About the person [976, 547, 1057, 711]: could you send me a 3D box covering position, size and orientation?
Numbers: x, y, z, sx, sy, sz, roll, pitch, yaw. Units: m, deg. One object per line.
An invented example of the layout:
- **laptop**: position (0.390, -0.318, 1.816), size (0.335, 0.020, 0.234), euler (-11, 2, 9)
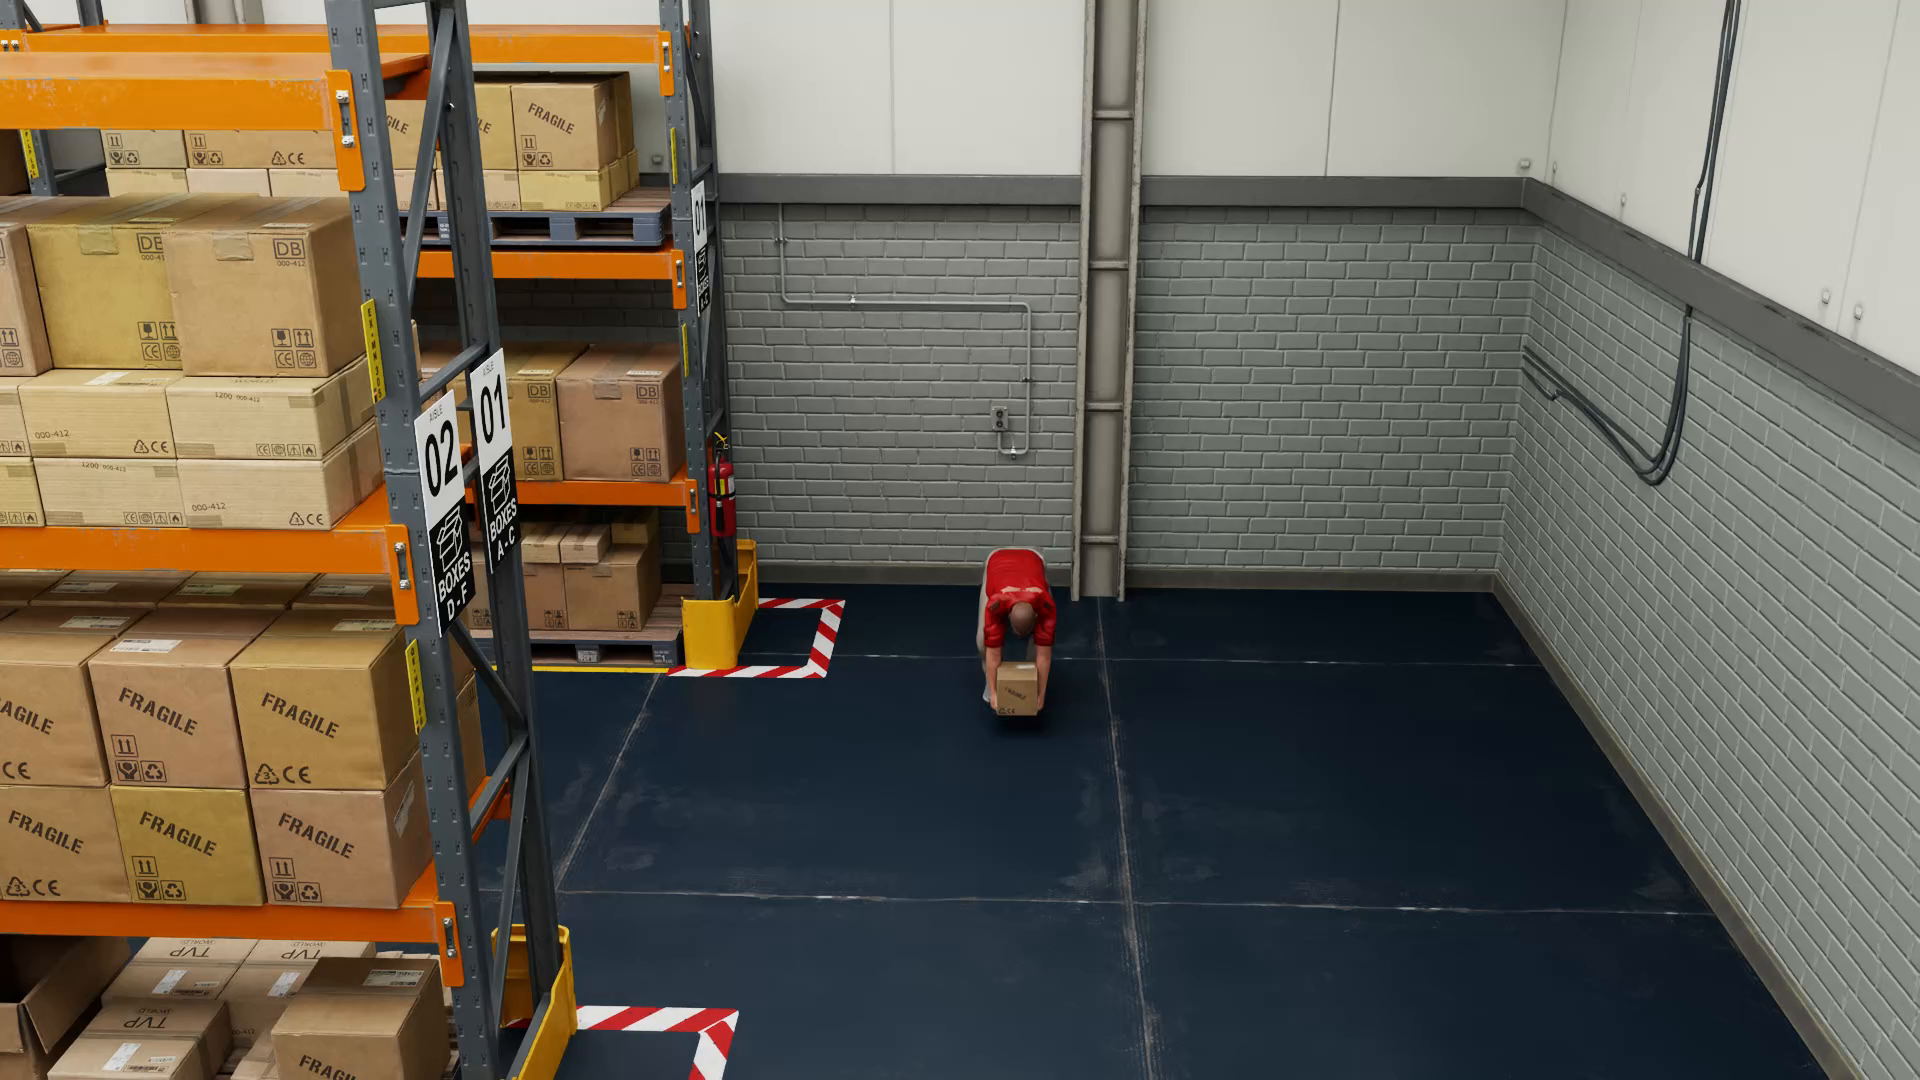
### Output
- **person**: position (0.357, 0.613, 10.508), size (0.509, 1.002, 0.960), euler (0, 21, -1)
